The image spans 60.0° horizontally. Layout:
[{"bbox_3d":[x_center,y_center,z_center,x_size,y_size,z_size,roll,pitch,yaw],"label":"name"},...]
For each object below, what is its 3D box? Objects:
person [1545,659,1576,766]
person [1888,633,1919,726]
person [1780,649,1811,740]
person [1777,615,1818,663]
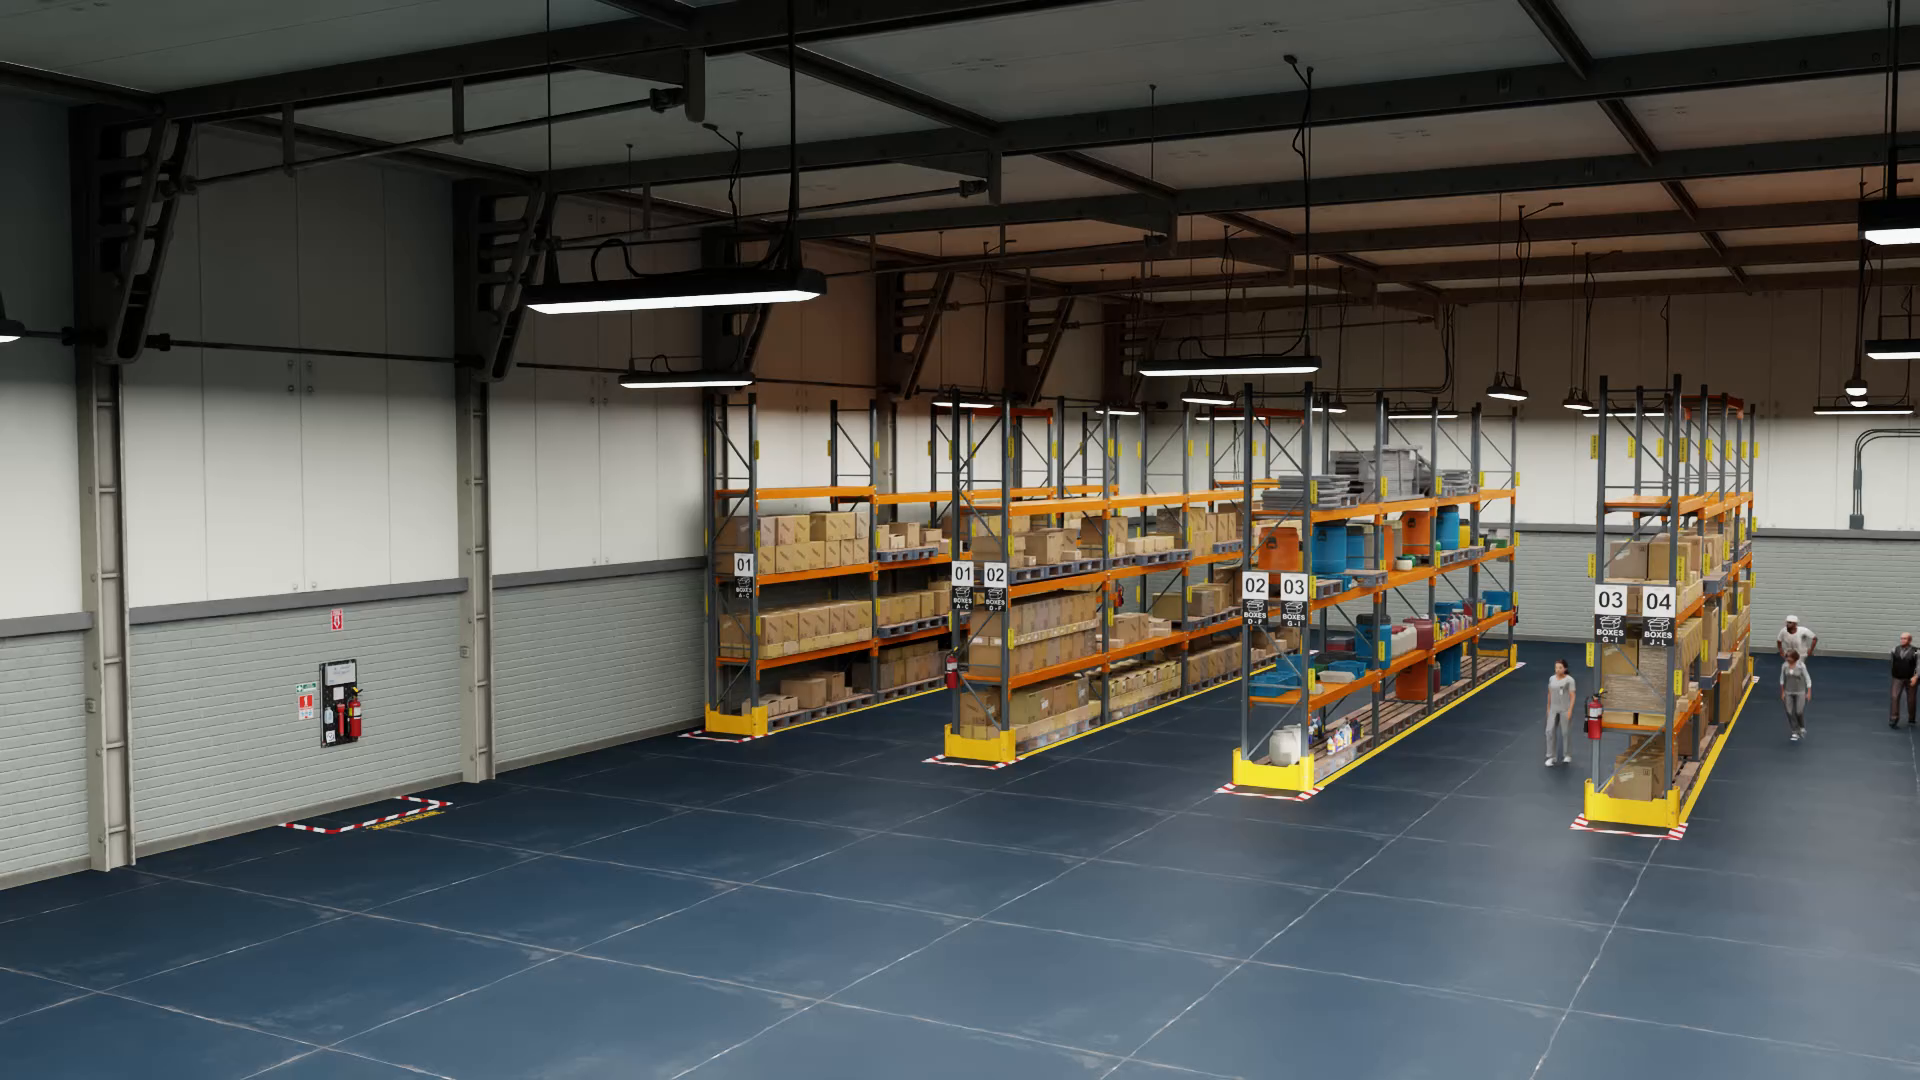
[{"bbox_3d":[9.571,2.747,26.529,0.616,1.694,0.504,-3,4,-43],"label":"person"},{"bbox_3d":[17.101,2.521,30.089,0.539,1.668,1.000,3,4,40],"label":"person"},{"bbox_3d":[14.452,2.680,28.756,0.499,1.553,0.456,3,4,43],"label":"person"},{"bbox_3d":[17.004,2.346,33.783,0.753,1.664,0.690,2,4,37],"label":"person"}]
